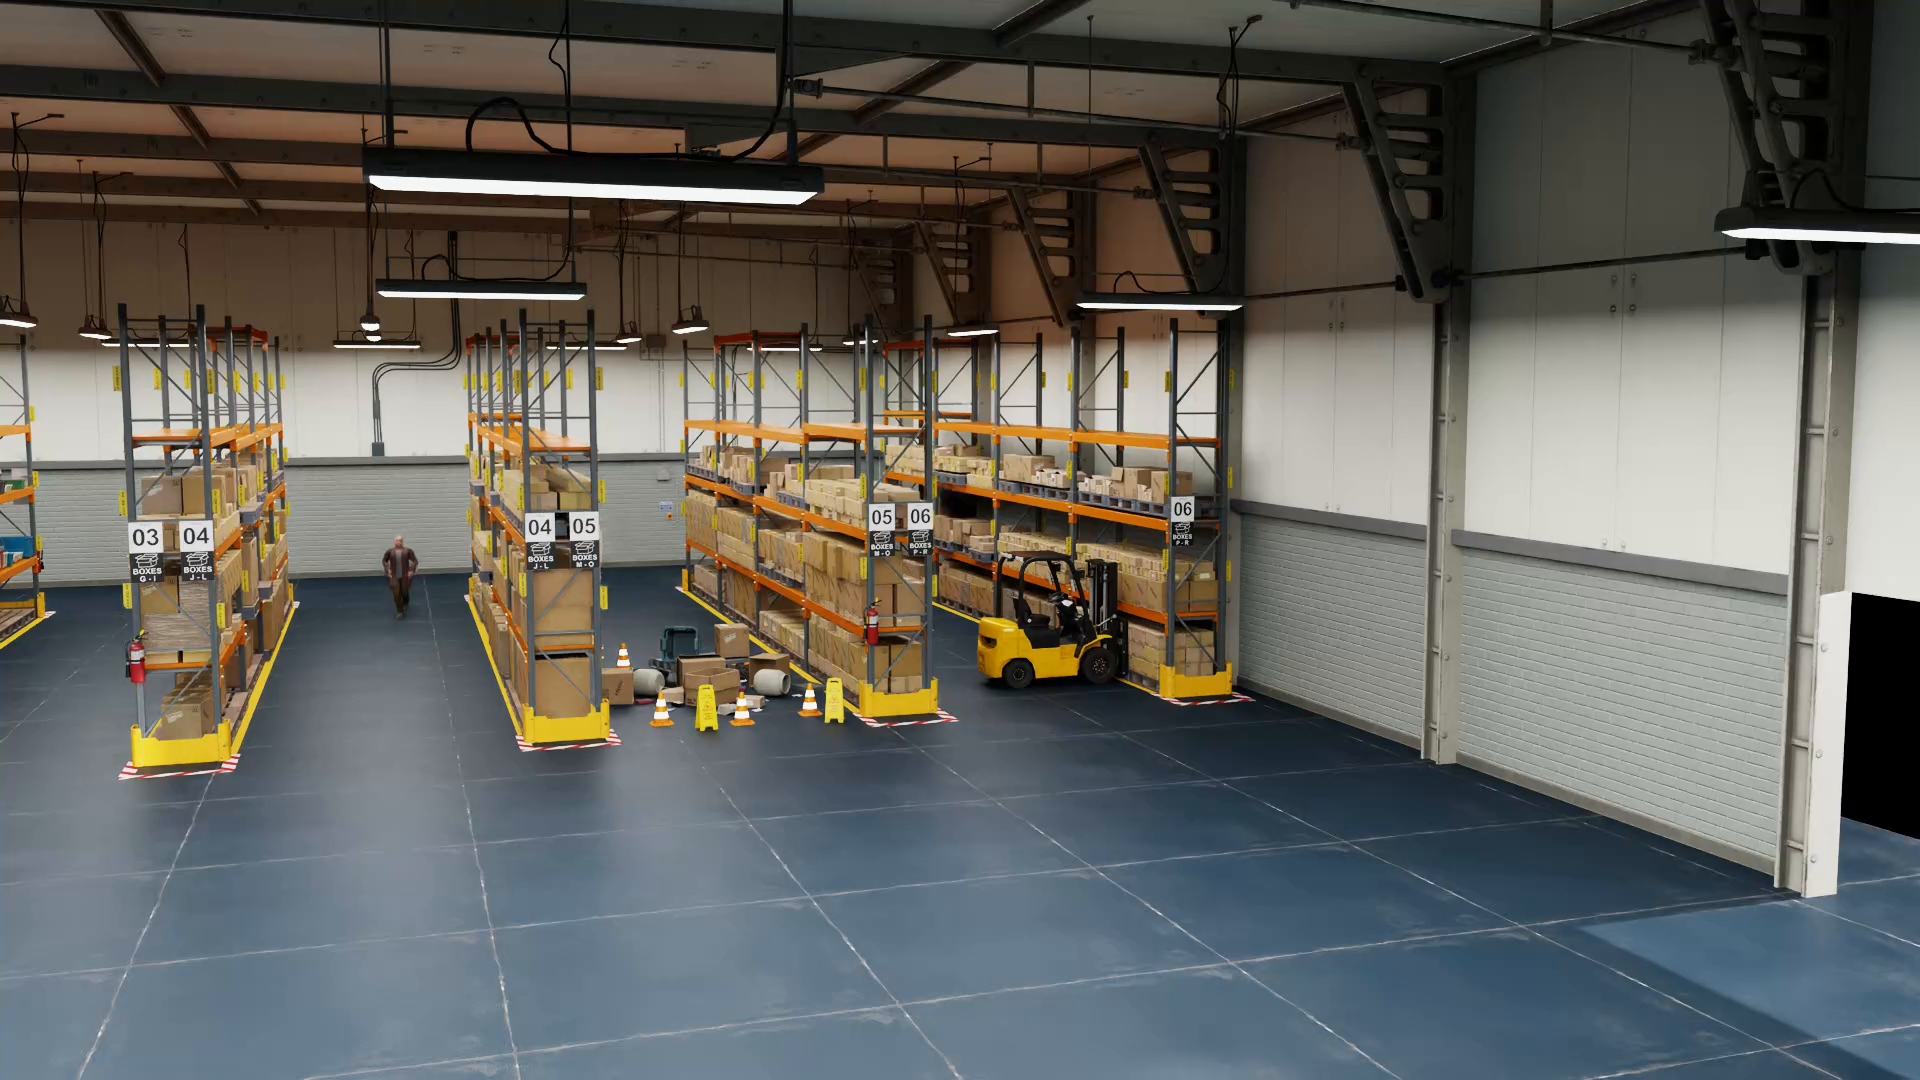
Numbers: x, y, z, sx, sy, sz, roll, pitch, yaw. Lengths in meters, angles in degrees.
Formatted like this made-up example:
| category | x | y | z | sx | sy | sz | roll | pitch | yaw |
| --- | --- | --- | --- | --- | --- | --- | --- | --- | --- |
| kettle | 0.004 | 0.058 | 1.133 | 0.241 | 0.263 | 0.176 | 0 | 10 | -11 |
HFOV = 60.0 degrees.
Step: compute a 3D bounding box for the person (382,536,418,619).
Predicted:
| category | x | y | z | sx | sy | sz | roll | pitch | yaw |
| --- | --- | --- | --- | --- | --- | --- | --- | --- | --- |
| person | -11.942 | 0.775 | 35.463 | 0.733 | 1.741 | 0.730 | -2 | 6 | -16 |
